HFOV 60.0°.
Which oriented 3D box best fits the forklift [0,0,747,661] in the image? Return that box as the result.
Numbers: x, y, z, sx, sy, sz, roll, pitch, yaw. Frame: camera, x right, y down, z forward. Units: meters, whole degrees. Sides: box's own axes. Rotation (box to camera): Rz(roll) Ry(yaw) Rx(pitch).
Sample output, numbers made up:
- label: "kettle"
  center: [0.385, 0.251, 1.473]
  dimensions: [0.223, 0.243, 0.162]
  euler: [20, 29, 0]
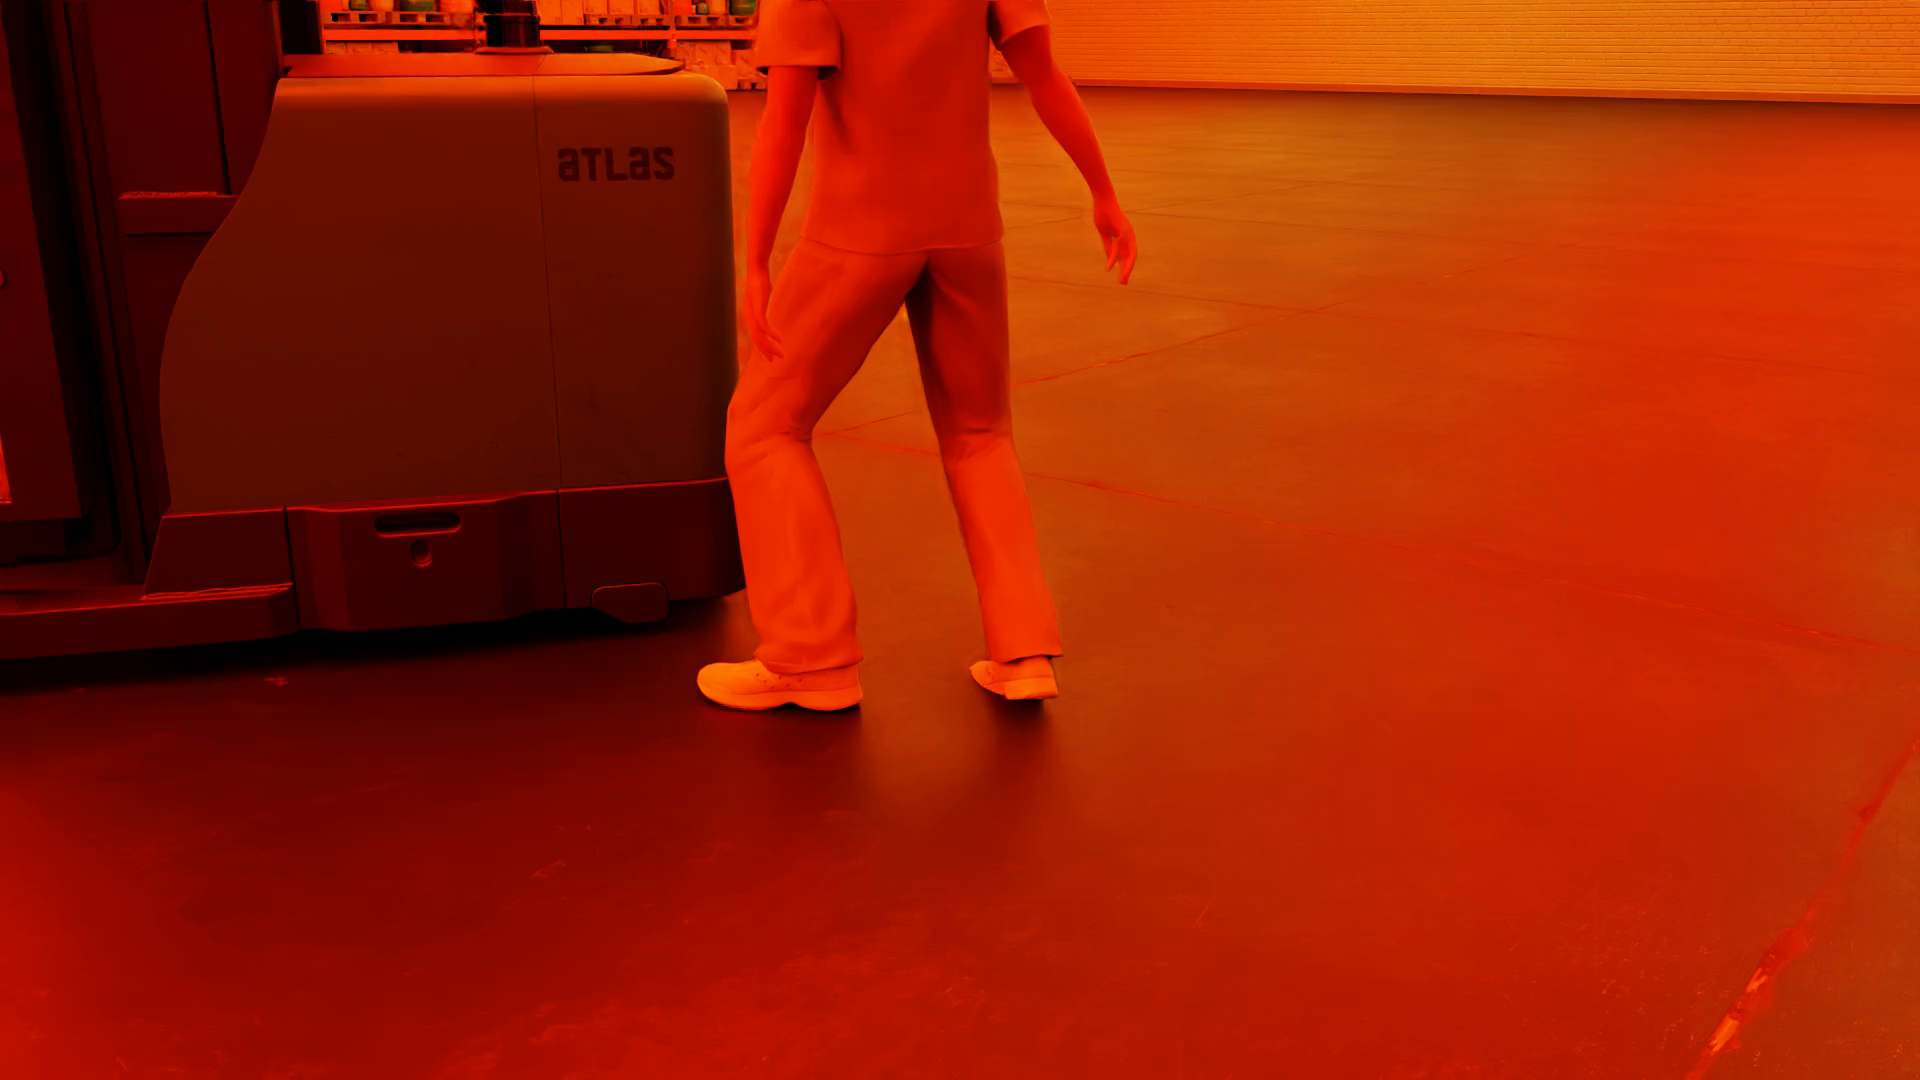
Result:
- label: "forklift"
  center: [-1.999, -1.263, 3.056]
  dimensions: [3.031, 2.935, 1.130]
  euler: [-4, 17, -14]

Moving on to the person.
- label: "person"
  center: [-0.066, -0.483, 2.847]
  dimensions: [0.804, 1.646, 0.478]
  euler: [-7, 18, -21]
